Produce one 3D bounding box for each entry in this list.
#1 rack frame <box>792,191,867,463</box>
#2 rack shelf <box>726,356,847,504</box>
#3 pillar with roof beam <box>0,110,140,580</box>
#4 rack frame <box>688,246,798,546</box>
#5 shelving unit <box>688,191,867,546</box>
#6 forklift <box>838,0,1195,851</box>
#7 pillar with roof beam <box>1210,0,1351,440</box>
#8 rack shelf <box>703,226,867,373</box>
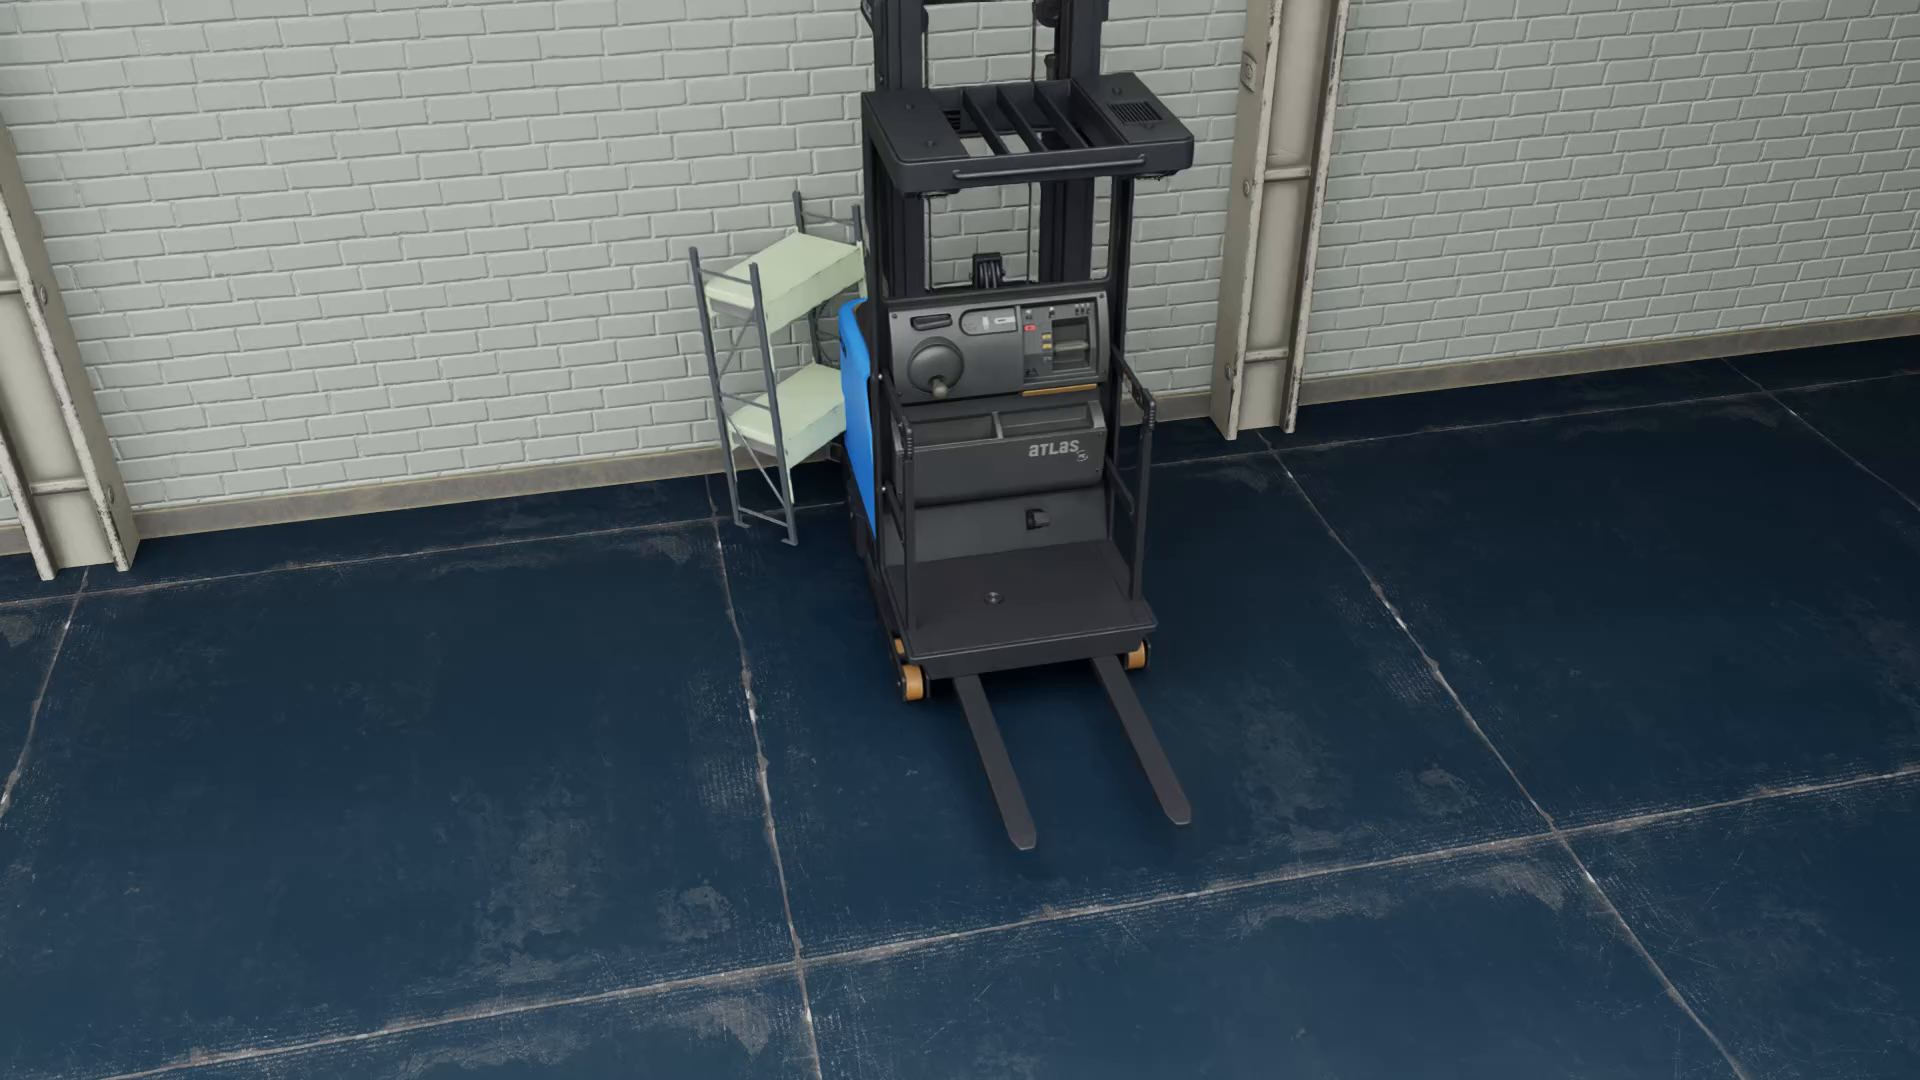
[{"bbox_3d":[-0.591,-1.006,8.348,0.400,1.500,0.023,19,40,31],"label":"rack frame"},{"bbox_3d":[-0.782,-0.558,8.288,0.431,0.370,0.720,19,40,31],"label":"rack shelf"},{"bbox_3d":[-3.289,-1.311,2.128,0.400,9.000,9.100,-7,35,-11],"label":"pillar with roof beam"},{"bbox_3d":[-1.015,-0.652,7.867,0.400,1.500,0.023,19,40,31],"label":"rack frame"},{"bbox_3d":[-0.803,-0.829,8.108,0.431,1.500,0.755,19,40,31],"label":"shelving unit"},{"bbox_3d":[0.217,-0.751,6.738,1.130,2.935,3.031,-7,35,-10],"label":"forklift"},{"bbox_3d":[2.563,-2.049,3.227,0.400,9.000,9.100,-7,35,-11],"label":"pillar with roof beam"},{"bbox_3d":[-0.829,-1.153,7.892,0.431,0.370,0.720,19,40,31],"label":"rack shelf"}]
